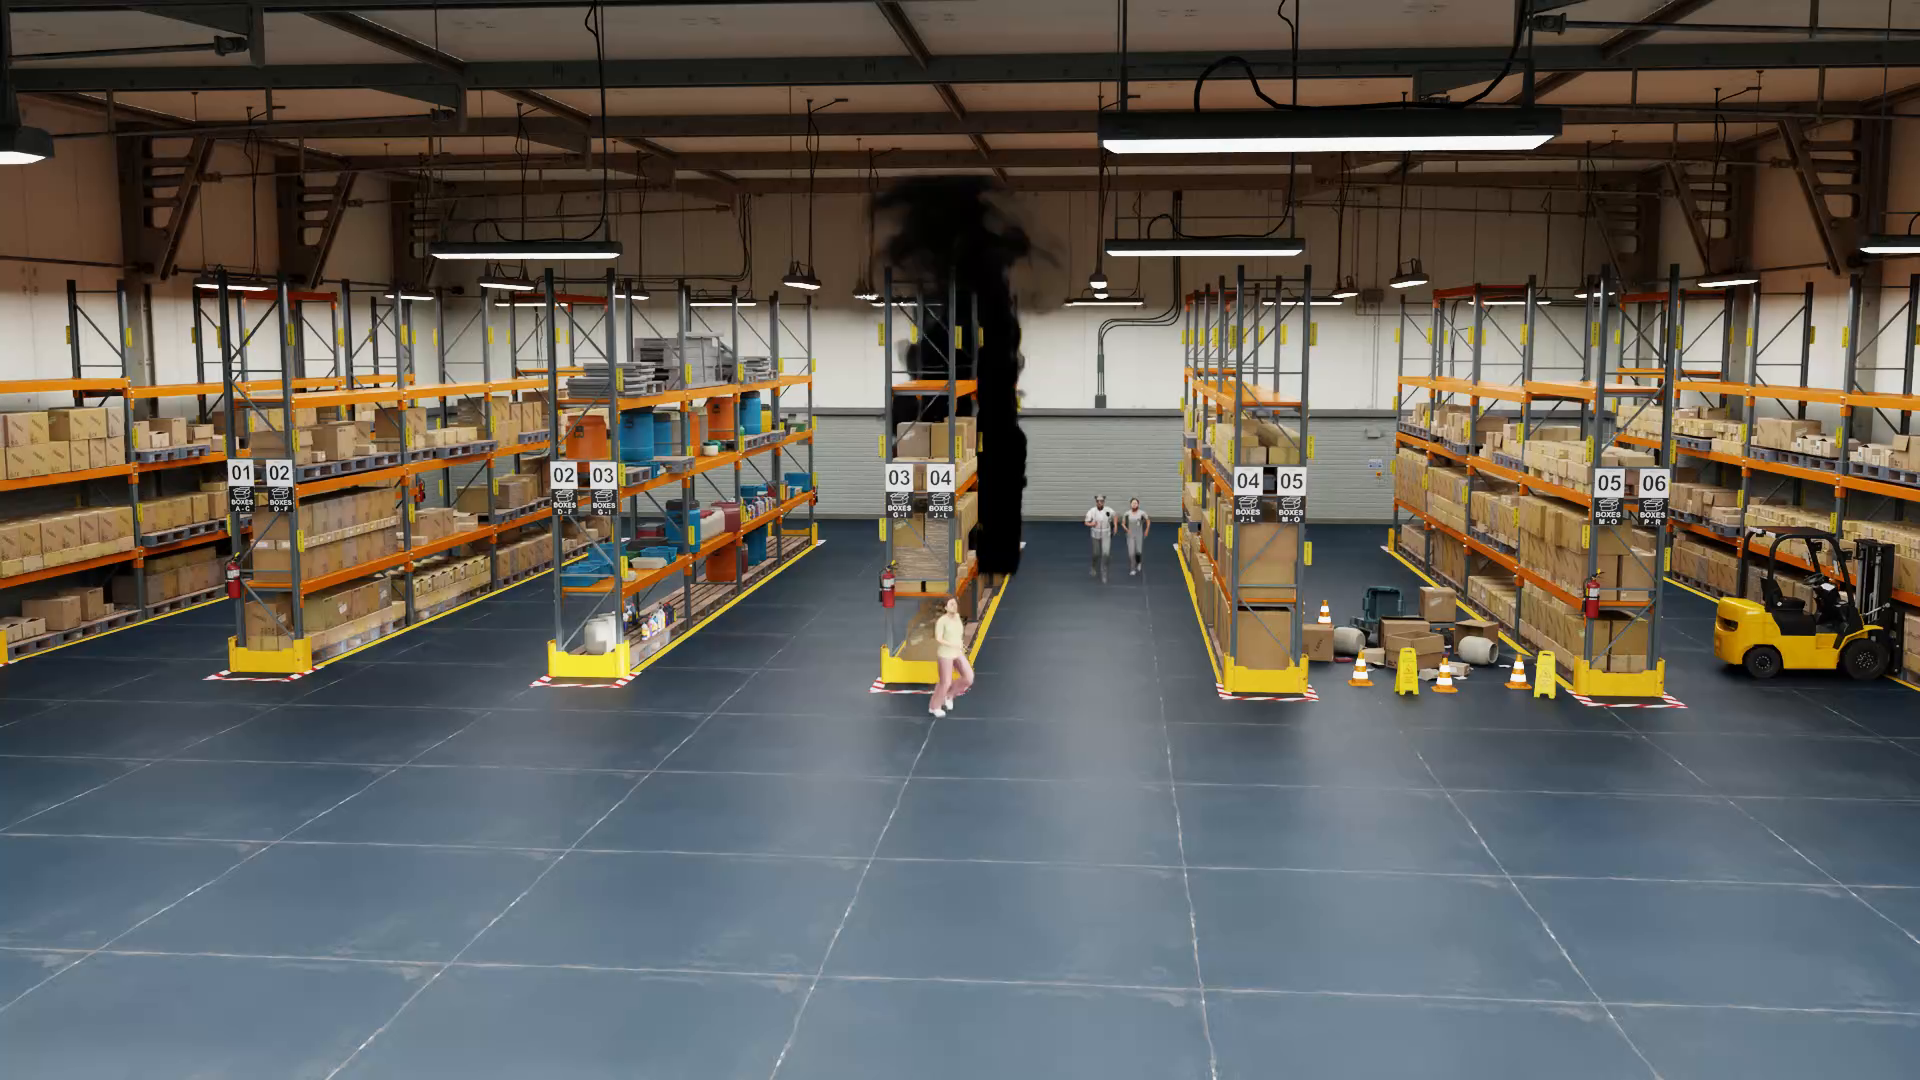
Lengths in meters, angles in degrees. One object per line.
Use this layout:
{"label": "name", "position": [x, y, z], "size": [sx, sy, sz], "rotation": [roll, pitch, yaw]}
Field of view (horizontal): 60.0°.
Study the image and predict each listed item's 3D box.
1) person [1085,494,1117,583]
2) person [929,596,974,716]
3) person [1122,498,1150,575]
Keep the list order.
{"label": "person", "position": [2.918, -0.047, 34.426], "size": [0.671, 1.834, 0.932], "rotation": [1, 7, 5]}
{"label": "person", "position": [-0.110, 1.531, 21.950], "size": [0.601, 1.625, 0.714], "rotation": [-6, 9, -42]}
{"label": "person", "position": [3.710, -0.070, 35.145], "size": [0.596, 1.630, 0.524], "rotation": [1, 7, 6]}
